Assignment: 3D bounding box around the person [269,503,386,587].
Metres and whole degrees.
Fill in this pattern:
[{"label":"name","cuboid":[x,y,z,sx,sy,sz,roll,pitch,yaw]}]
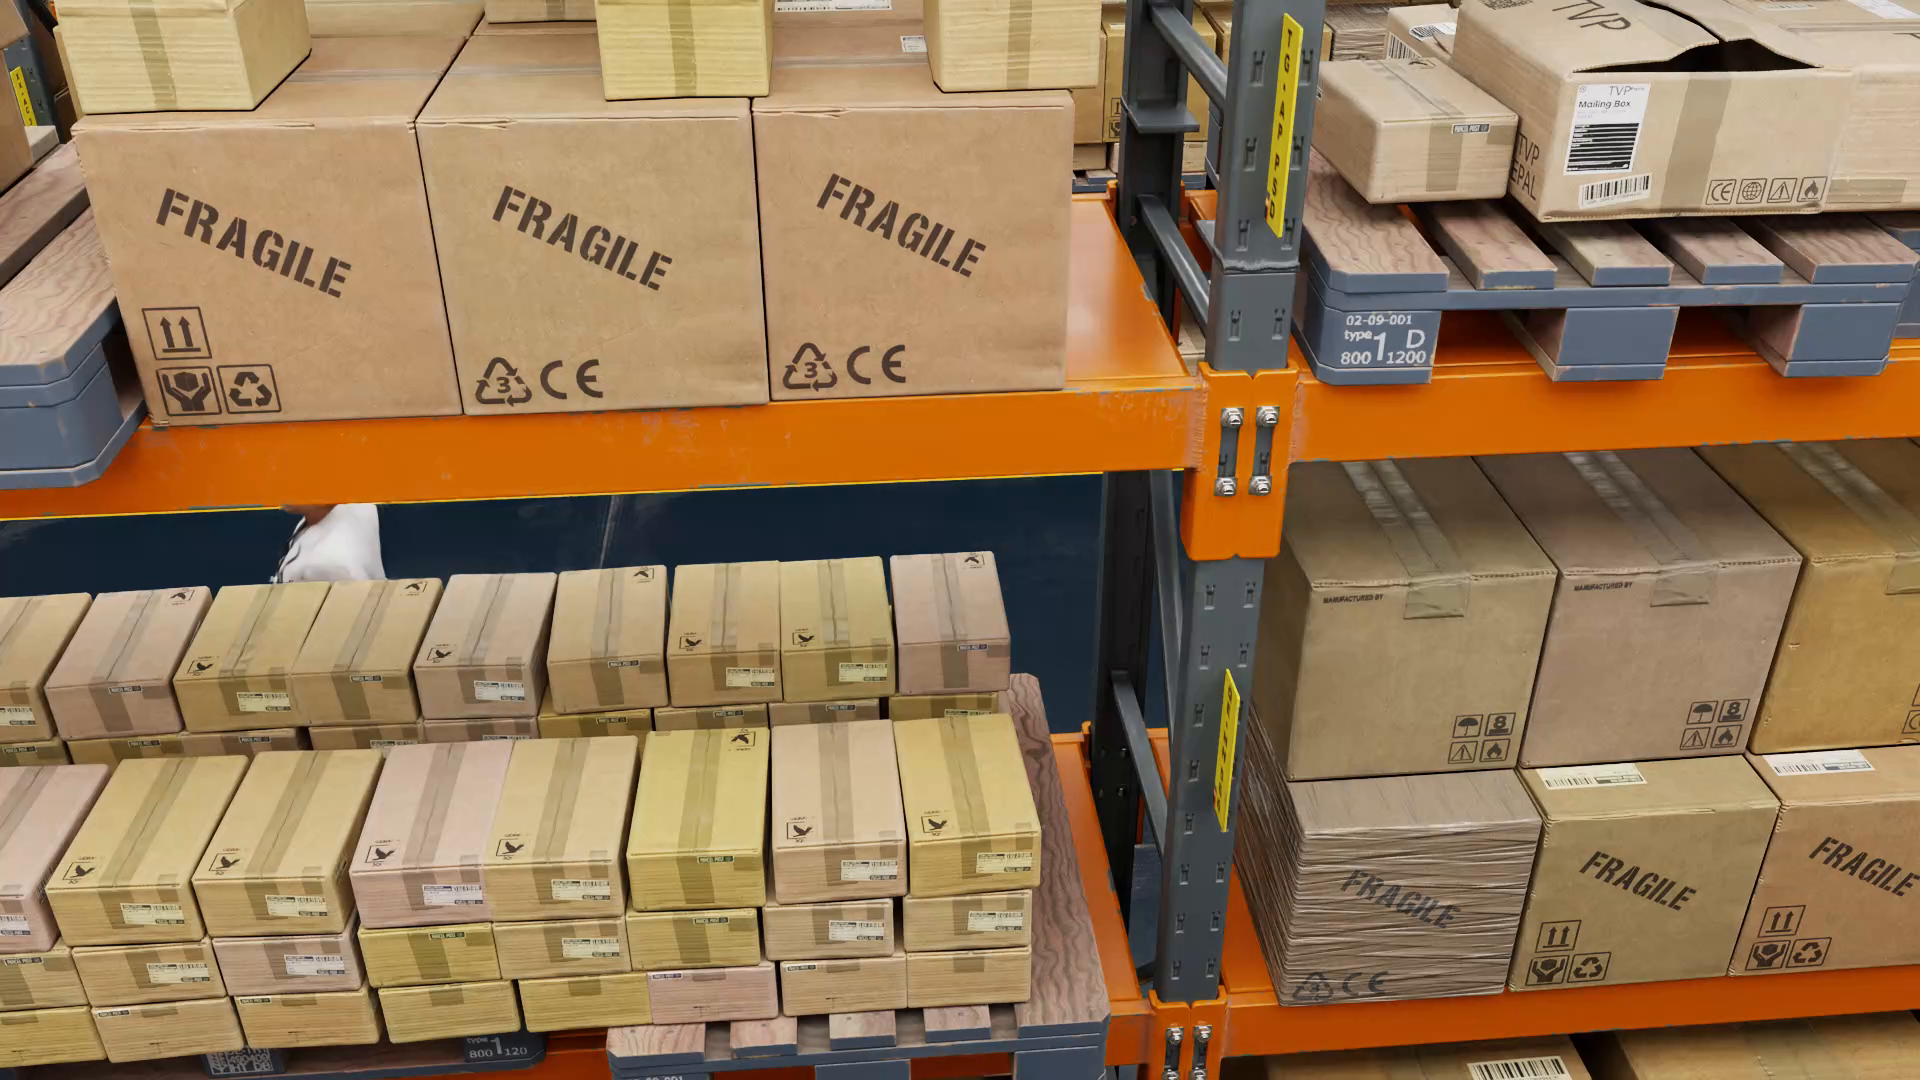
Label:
[{"label":"person","cuboid":[-1.986,0.446,5.400,1.194,1.717,0.637,-2,31,-4]}]
